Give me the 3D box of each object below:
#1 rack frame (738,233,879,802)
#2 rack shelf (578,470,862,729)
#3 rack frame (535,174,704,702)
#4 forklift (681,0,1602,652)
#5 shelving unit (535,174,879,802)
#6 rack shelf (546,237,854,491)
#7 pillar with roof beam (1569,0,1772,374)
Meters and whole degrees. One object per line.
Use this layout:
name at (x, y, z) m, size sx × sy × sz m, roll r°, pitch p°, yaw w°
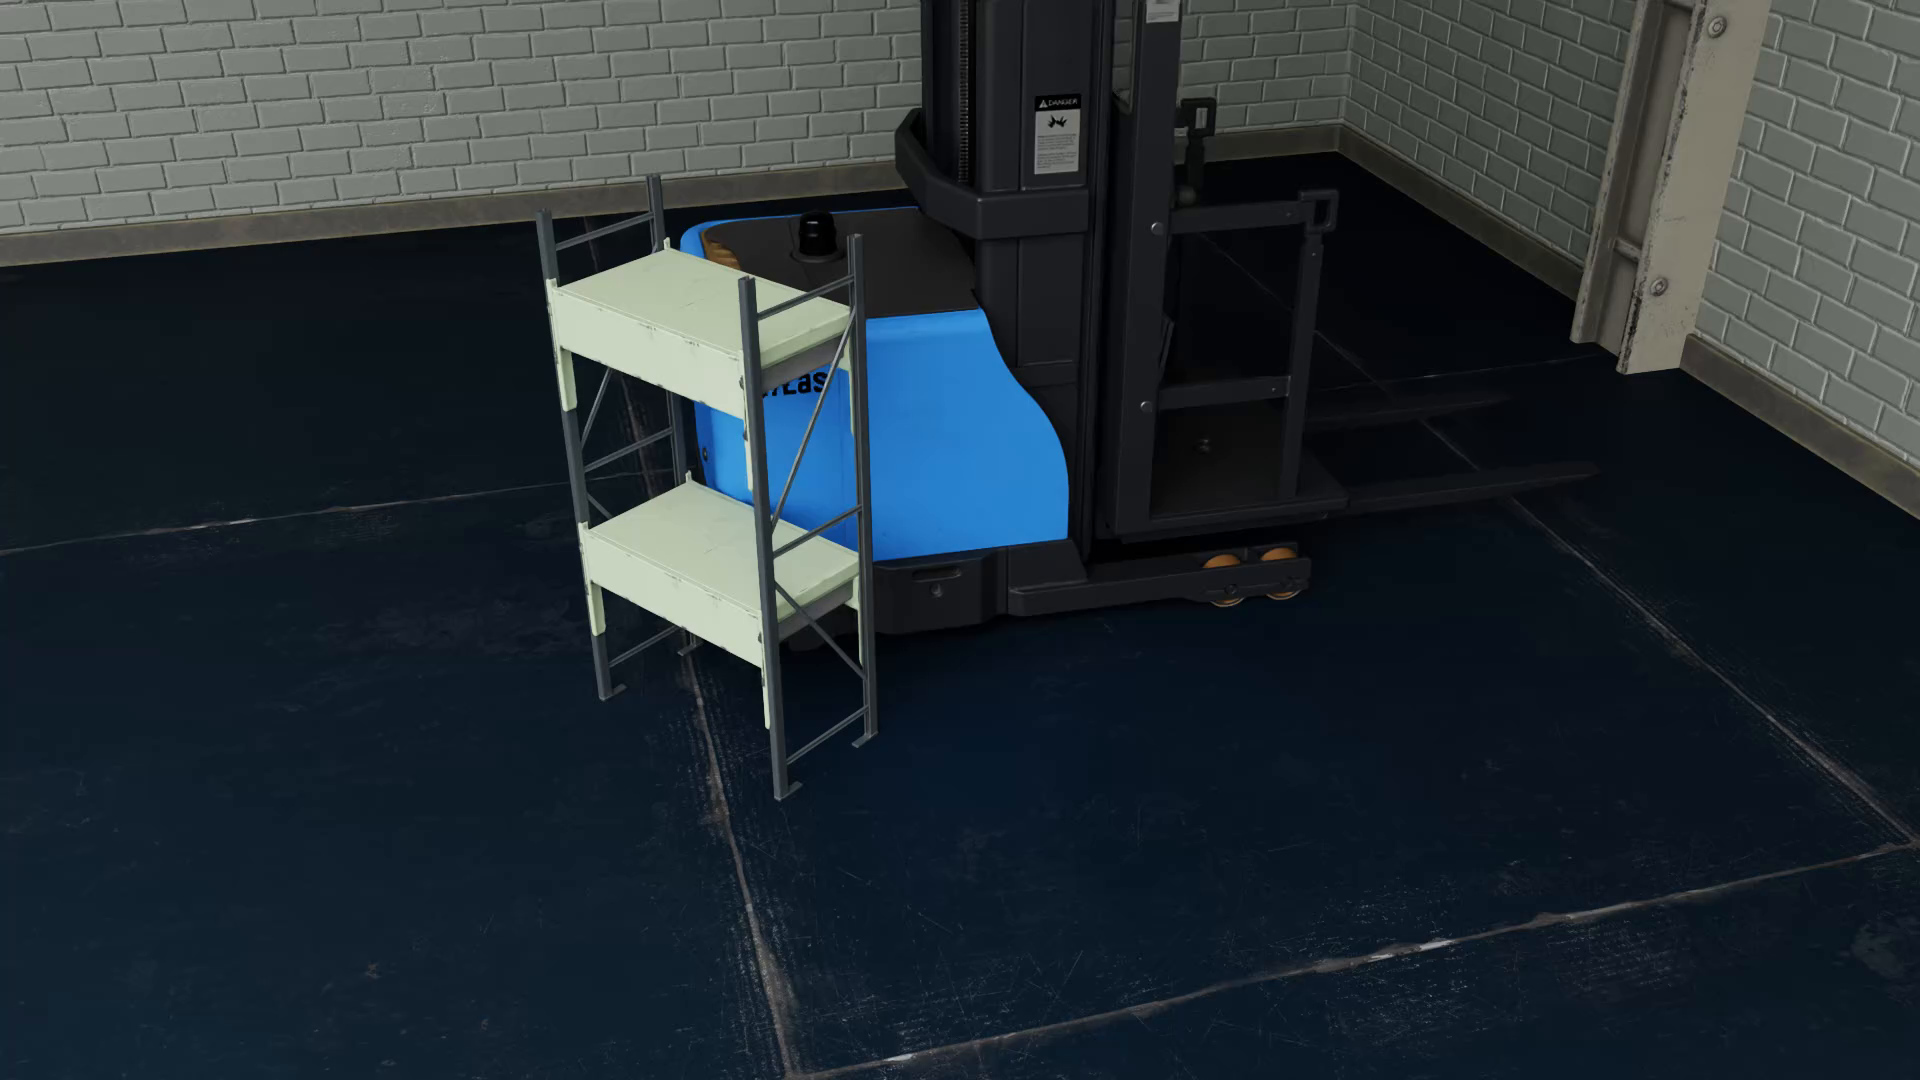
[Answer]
rack frame at (-0.370, -0.017, 4.283) m, size 0.023 × 1.500 × 0.400 m, roll 22°, pitch 37°, yaw 33°
rack shelf at (-0.653, 0.148, 4.648) m, size 0.720 × 0.370 × 0.431 m, roll 22°, pitch 37°, yaw 33°
rack frame at (-0.935, -0.251, 4.686) m, size 0.023 × 1.500 × 0.400 m, roll 22°, pitch 37°, yaw 33°
forklift at (0.658, -1.303, 5.076) m, size 3.031 × 2.935 × 1.130 m, roll -7°, pitch 31°, yaw -11°
shelving unit at (-0.653, -0.134, 4.485) m, size 0.755 × 1.500 × 0.431 m, roll 22°, pitch 37°, yaw 33°
rack shelf at (-0.653, -0.472, 4.289) m, size 0.720 × 0.370 × 0.431 m, roll 22°, pitch 37°, yaw 33°
pillar with roof beam at (-1.288, -4.129, 3.901) m, size 9.100 × 9.000 × 0.400 m, roll -8°, pitch 31°, yaw -13°
